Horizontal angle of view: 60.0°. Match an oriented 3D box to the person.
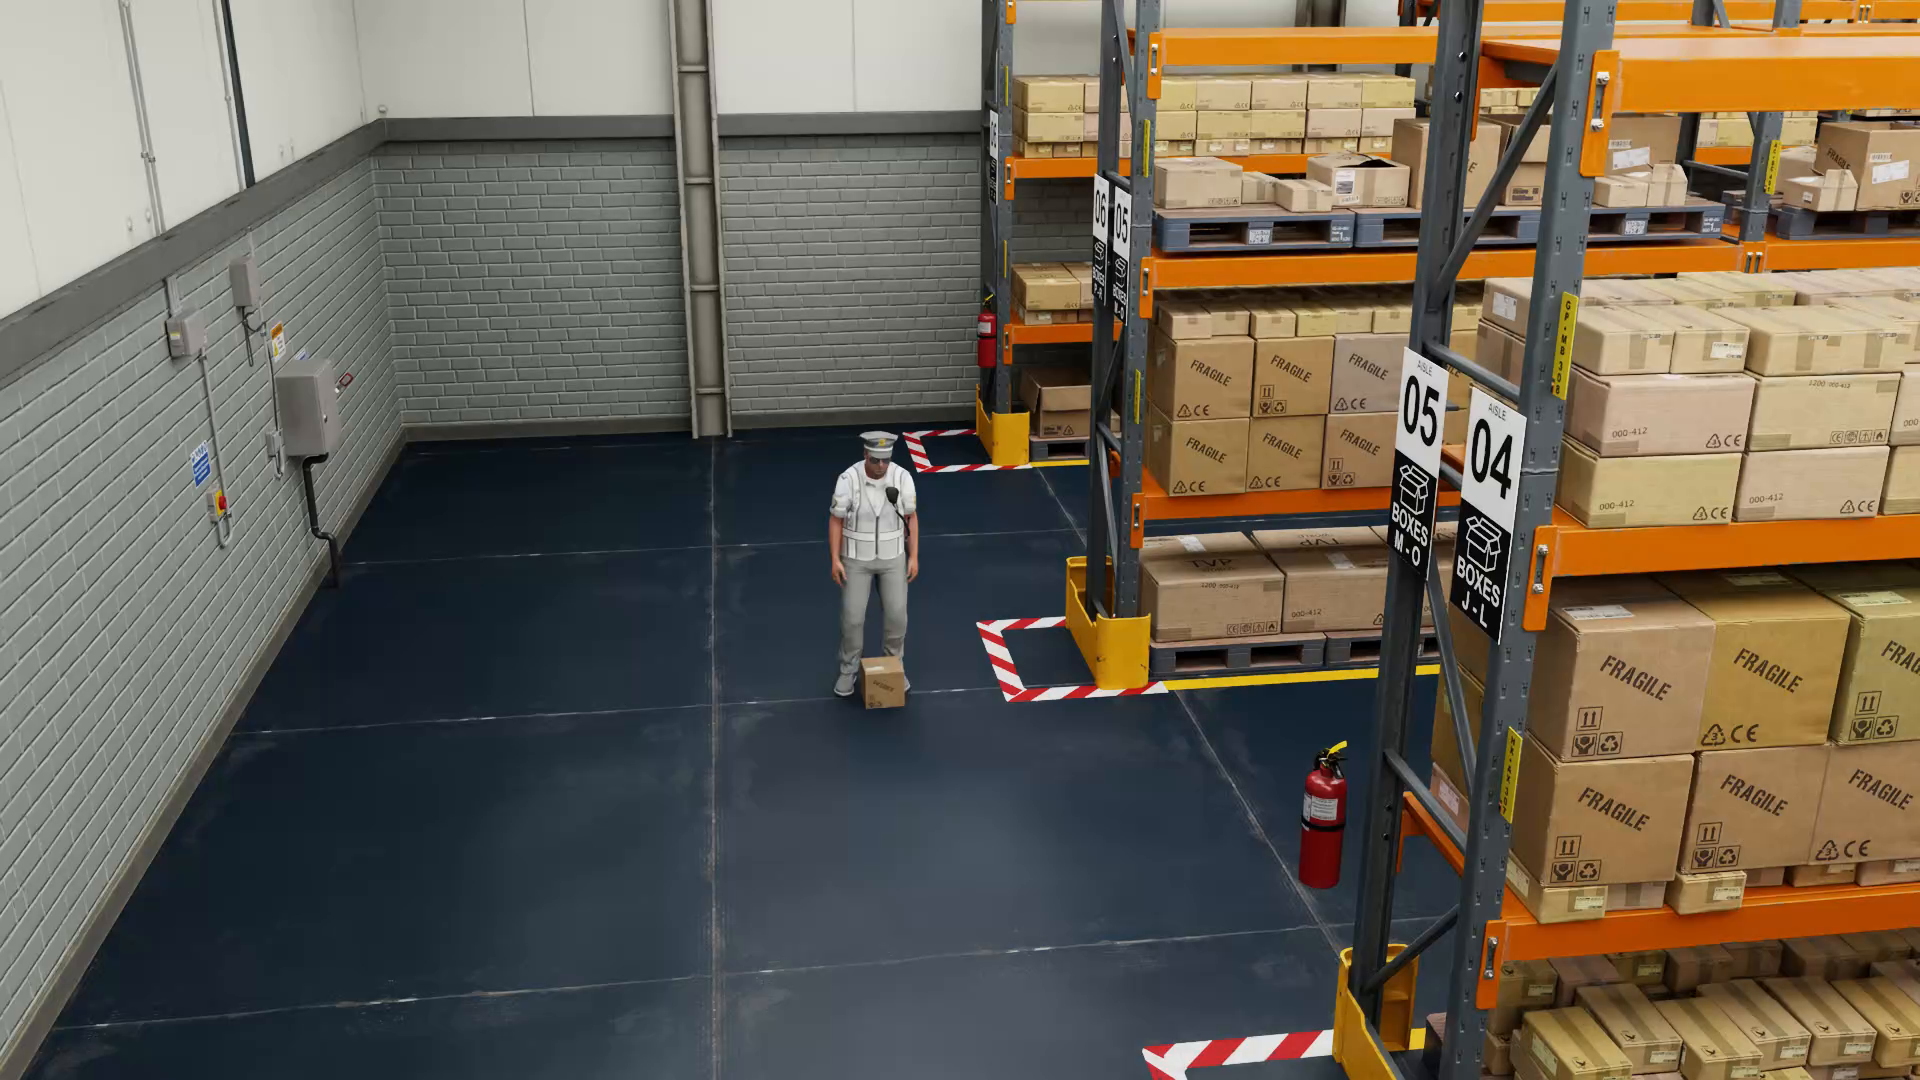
[{"bbox_3d":[-0.554,0.121,10.728,0.590,1.746,0.442,-4,20,-10],"label":"person"}]
